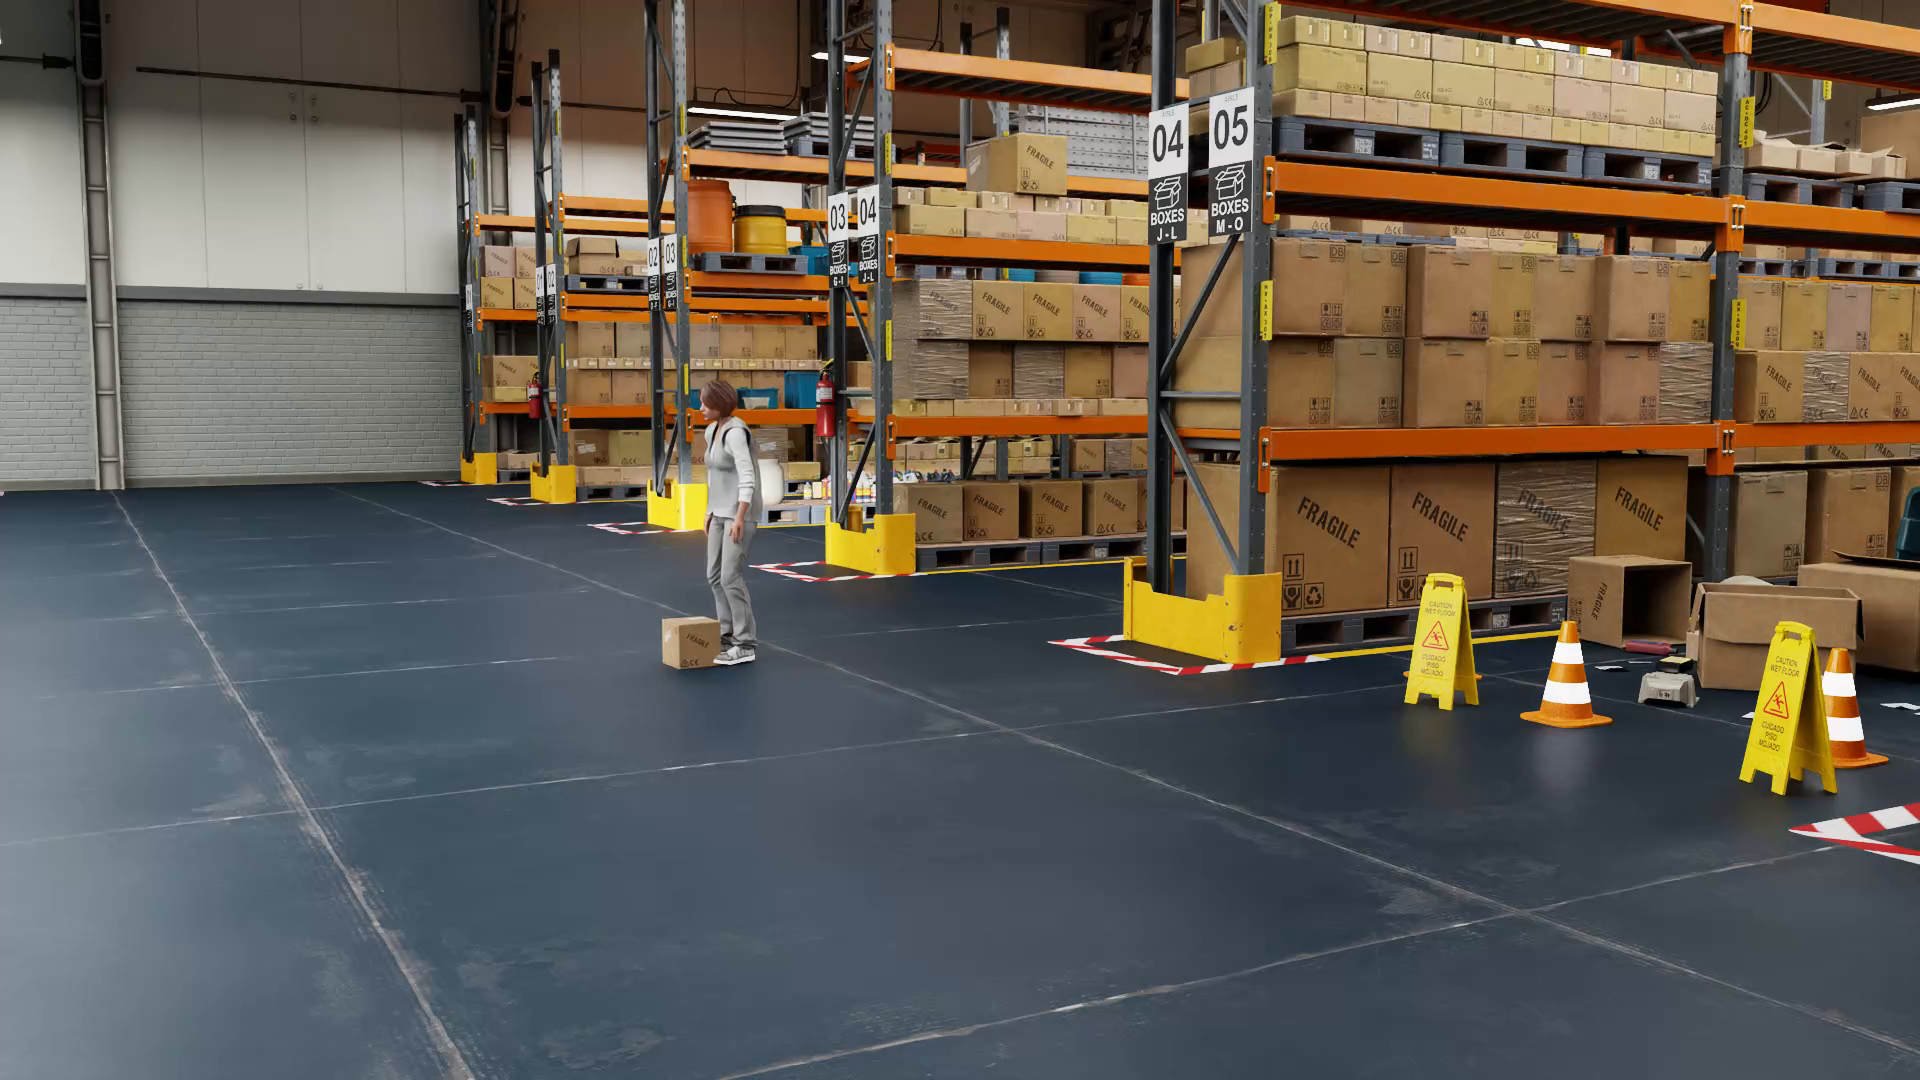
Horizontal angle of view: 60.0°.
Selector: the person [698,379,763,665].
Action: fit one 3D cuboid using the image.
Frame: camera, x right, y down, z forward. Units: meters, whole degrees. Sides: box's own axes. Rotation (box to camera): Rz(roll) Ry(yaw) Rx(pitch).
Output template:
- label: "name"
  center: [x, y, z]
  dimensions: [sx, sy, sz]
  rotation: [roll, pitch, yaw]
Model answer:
- label: "person"
  center: [-1.303, -0.105, 9.371]
  dimensions: [0.348, 1.592, 0.476]
  rotation: [-3, 6, -30]
